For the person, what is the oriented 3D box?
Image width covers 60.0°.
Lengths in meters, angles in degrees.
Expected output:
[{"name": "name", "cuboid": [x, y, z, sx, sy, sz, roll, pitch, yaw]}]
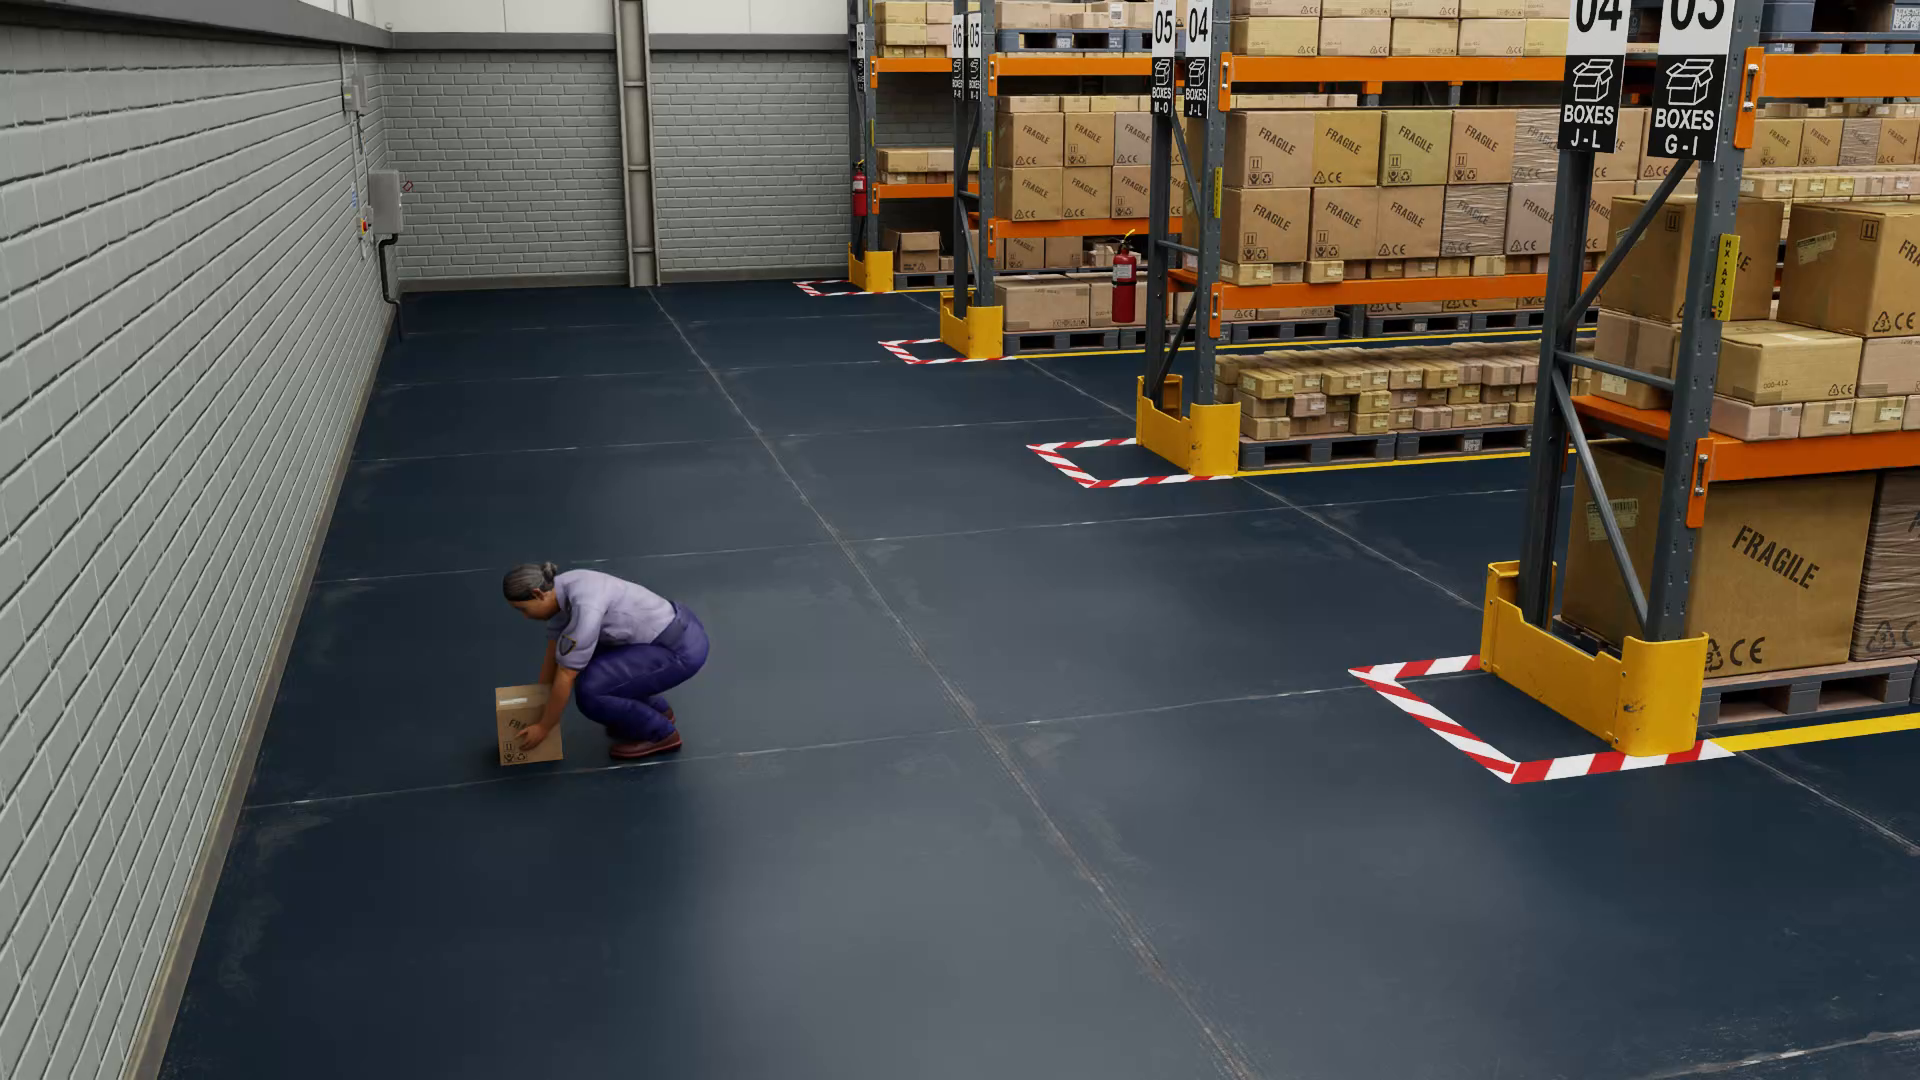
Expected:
[{"name": "person", "cuboid": [-1.463, 0.463, 6.926, 0.824, 0.843, 0.523, -5, 17, -15]}]
